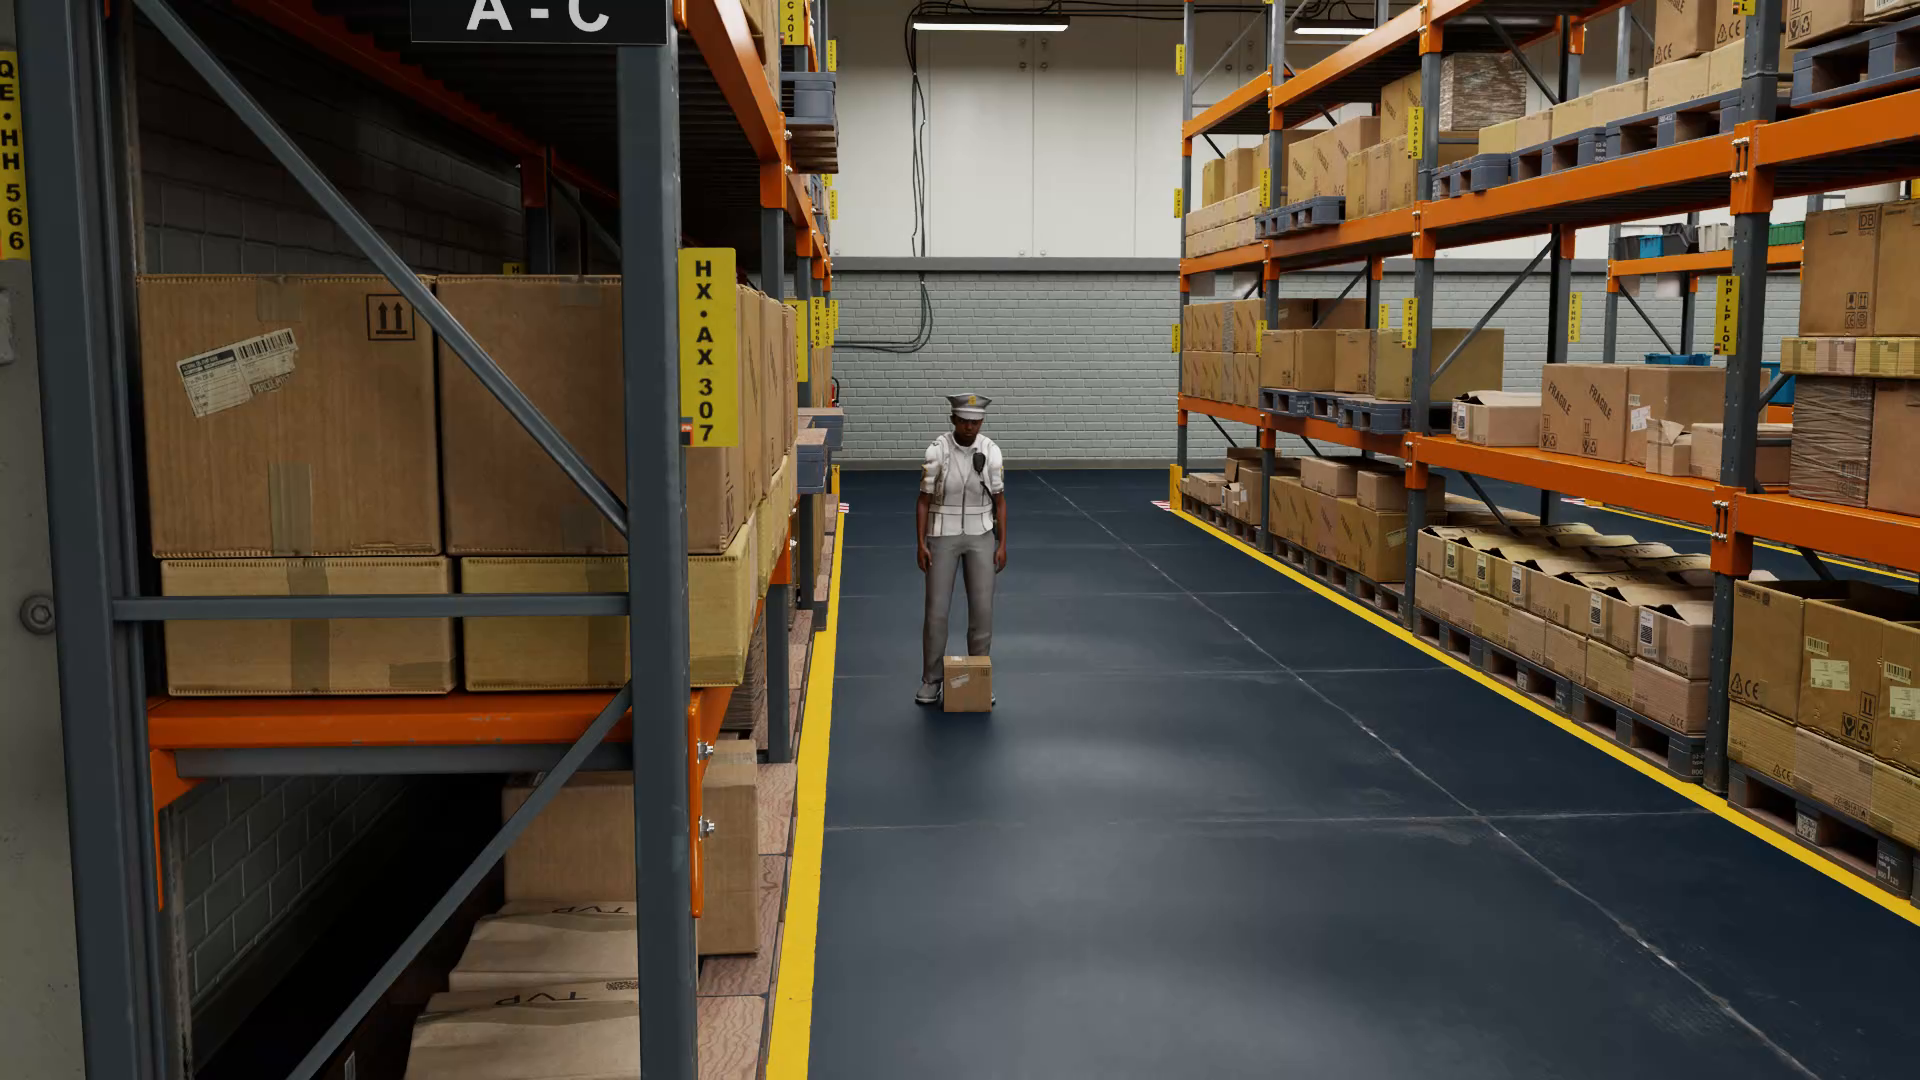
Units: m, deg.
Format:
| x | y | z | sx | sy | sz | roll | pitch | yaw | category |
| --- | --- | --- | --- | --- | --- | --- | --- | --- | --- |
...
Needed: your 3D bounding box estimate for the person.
| x | y | z | sx | sy | sz | roll | pitch | yaw | category |
| --- | --- | --- | --- | --- | --- | --- | --- | --- | --- |
| 0.005 | 0.038 | 8.952 | 0.510 | 1.657 | 0.425 | -1 | 7 | -6 | person |
